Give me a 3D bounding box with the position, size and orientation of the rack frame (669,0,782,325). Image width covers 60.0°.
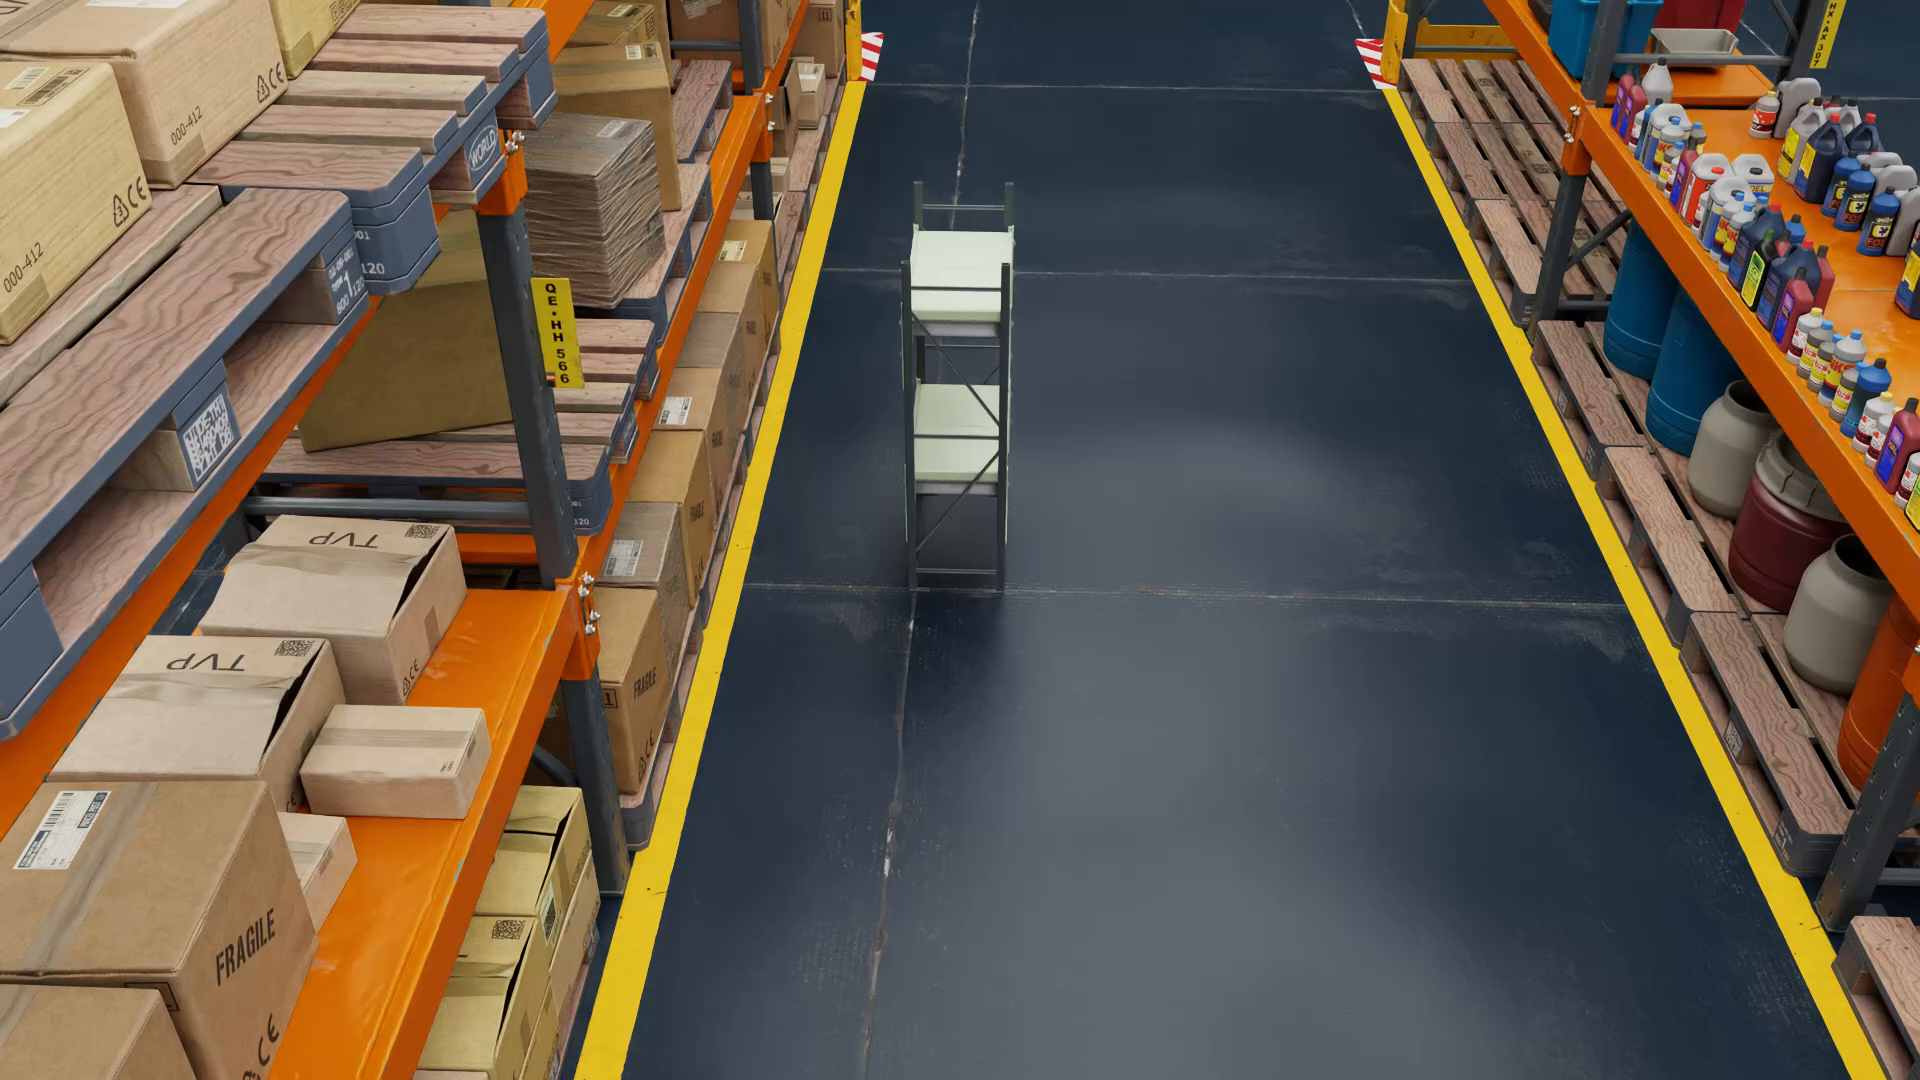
[{"bbox_3d":[-1.460,-2.381,8.029,1.000,3.000,0.127,1,35,2],"label":"rack frame"}]

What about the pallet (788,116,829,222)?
[{"bbox_3d":[-1.385,-2.337,10.393,1.003,0.211,1.213,1,35,2],"label":"pallet"}]

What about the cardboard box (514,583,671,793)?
[{"bbox_3d":[-1.317,0.505,5.714,0.500,0.500,0.500,3,35,4],"label":"cardboard box"}]

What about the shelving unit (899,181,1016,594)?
[{"bbox_3d":[0.000,-0.610,6.813,0.431,1.500,0.755,1,35,2],"label":"shelving unit"}]

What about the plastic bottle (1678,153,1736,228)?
[{"bbox_3d":[3.053,-1.425,6.776,0.152,0.276,0.135,1,35,2],"label":"plastic bottle"}]

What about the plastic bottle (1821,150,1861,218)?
[{"bbox_3d":[3.636,-1.471,6.846,0.097,0.271,0.097,0,35,0],"label":"plastic bottle"}]

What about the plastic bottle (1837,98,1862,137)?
[{"bbox_3d":[3.779,-1.709,7.116,0.144,0.351,0.185,1,35,2],"label":"plastic bottle"}]

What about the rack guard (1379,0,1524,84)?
[{"bbox_3d":[3.638,-3.554,11.872,1.175,0.500,0.348,1,35,2],"label":"rack guard"}]

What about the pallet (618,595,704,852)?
[{"bbox_3d":[-1.553,0.630,6.170,1.003,0.211,1.213,1,35,2],"label":"pallet"}]

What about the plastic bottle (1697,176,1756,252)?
[{"bbox_3d":[3.044,-1.291,6.587,0.152,0.276,0.135,1,35,2],"label":"plastic bottle"}]

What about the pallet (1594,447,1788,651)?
[{"bbox_3d":[3.370,0.021,7.036,1.003,0.211,1.213,1,35,2],"label":"pallet"}]

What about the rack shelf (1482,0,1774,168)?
[{"bbox_3d":[3.570,-3.119,9.705,1.077,0.370,4.000,1,35,2],"label":"rack shelf"}]

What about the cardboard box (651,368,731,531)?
[{"bbox_3d":[-1.260,-0.384,6.979,0.500,0.500,0.500,0,35,0],"label":"cardboard box"}]

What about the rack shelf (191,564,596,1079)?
[{"bbox_3d":[-1.701,1.360,3.331,1.077,0.370,4.000,1,35,2],"label":"rack shelf"}]

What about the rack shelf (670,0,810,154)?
[{"bbox_3d":[-1.379,-3.236,9.871,1.077,0.370,4.000,1,35,2],"label":"rack shelf"}]

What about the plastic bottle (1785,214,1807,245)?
[{"bbox_3d":[3.148,-1.108,6.330,0.097,0.271,0.097,0,35,0],"label":"plastic bottle"}]

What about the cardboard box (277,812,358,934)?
[{"bbox_3d":[-1.615,0.754,3.787,0.380,0.149,0.250,4,35,5],"label":"cardboard box"}]

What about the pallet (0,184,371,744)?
[{"bbox_3d":[-1.600,-0.198,2.479,1.003,0.211,1.213,3,35,4],"label":"pallet"}]

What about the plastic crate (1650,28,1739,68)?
[{"bbox_3d":[3.651,-2.445,8.298,0.396,0.136,0.243,1,35,2],"label":"plastic crate"}]

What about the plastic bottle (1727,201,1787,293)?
[{"bbox_3d":[3.025,-1.119,6.276,0.144,0.351,0.185,1,35,2],"label":"plastic bottle"}]

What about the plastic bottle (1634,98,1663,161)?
[{"bbox_3d":[3.053,-1.812,7.331,0.097,0.271,0.097,0,35,0],"label":"plastic bottle"}]

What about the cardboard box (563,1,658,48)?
[{"bbox_3d":[-1.667,-1.930,6.936,0.700,0.500,0.500,7,36,9],"label":"cardboard box"}]

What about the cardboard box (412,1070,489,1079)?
[{"bbox_3d":[-1.433,1.536,3.994,0.500,0.311,0.500,1,35,2],"label":"cardboard box"}]

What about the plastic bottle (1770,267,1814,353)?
[{"bbox_3d":[2.965,-0.818,5.906,0.061,0.283,0.133,1,35,2],"label":"plastic bottle"}]

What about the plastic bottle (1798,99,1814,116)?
[{"bbox_3d":[3.819,-1.882,7.492,0.097,0.201,0.097,0,35,0],"label":"plastic bottle"}]

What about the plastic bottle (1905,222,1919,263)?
[{"bbox_3d":[3.770,-1.172,6.482,0.097,0.201,0.097,0,35,0],"label":"plastic bottle"}]

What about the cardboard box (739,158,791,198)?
[{"bbox_3d":[-1.202,-2.135,9.761,0.380,0.166,0.250,1,35,2],"label":"cardboard box"}]

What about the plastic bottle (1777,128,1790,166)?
[{"bbox_3d":[3.656,-1.732,7.278,0.097,0.201,0.097,0,35,0],"label":"plastic bottle"}]

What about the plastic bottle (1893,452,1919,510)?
[{"bbox_3d":[2.942,-0.193,5.089,0.097,0.201,0.097,0,35,0],"label":"plastic bottle"}]

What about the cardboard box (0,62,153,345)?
[{"bbox_3d":[-1.620,-0.529,2.550,0.500,0.250,0.500,1,35,1],"label":"cardboard box"}]

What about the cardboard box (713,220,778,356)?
[{"bbox_3d":[-1.193,-1.248,8.209,0.500,0.500,0.500,1,35,2],"label":"cardboard box"}]

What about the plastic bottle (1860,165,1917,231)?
[{"bbox_3d":[3.756,-1.403,6.745,0.152,0.276,0.135,1,35,2],"label":"plastic bottle"}]

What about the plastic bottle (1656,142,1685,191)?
[{"bbox_3d":[3.040,-1.594,7.082,0.097,0.201,0.097,0,35,0],"label":"plastic bottle"}]

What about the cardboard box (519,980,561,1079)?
[{"bbox_3d":[-1.415,1.474,4.570,0.500,0.250,0.500,1,35,1],"label":"cardboard box"}]

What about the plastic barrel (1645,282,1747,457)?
[{"bbox_3d":[3.422,-0.859,7.323,0.600,0.901,0.708,1,35,2],"label":"plastic barrel"}]

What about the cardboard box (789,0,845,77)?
[{"bbox_3d":[-1.075,-3.519,11.439,0.500,0.500,0.500,1,35,2],"label":"cardboard box"}]

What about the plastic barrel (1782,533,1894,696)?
[{"bbox_3d":[3.265,0.272,6.053,0.421,0.512,0.421,0,35,0],"label":"plastic barrel"}]

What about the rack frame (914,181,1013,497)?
[{"bbox_3d":[0.014,-0.820,7.112,0.400,1.500,0.023,1,35,2],"label":"rack frame"}]

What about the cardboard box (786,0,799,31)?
[{"bbox_3d":[-1.150,-3.003,8.827,0.500,0.500,0.500,2,35,3],"label":"cardboard box"}]

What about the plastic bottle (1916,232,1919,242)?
[{"bbox_3d":[3.703,-1.125,6.354,0.097,0.271,0.097,0,35,0],"label":"plastic bottle"}]

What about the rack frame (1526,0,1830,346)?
[{"bbox_3d":[3.489,-2.265,7.864,1.000,3.000,0.127,1,35,2],"label":"rack frame"}]

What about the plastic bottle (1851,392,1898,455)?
[{"bbox_3d":[2.955,-0.382,5.357,0.097,0.201,0.097,0,35,0],"label":"plastic bottle"}]

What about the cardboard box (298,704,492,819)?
[{"bbox_3d":[-1.381,0.543,4.087,0.380,0.149,0.250,1,35,2],"label":"cardboard box"}]

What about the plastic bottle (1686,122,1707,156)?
[{"bbox_3d":[3.201,-1.724,7.267,0.097,0.201,0.097,0,35,0],"label":"plastic bottle"}]

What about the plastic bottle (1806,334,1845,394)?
[{"bbox_3d":[2.970,-0.606,5.676,0.097,0.201,0.097,0,35,0],"label":"plastic bottle"}]

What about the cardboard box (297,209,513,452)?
[{"bbox_3d":[-1.708,-0.660,5.128,0.700,0.500,0.500,-10,36,-14],"label":"cardboard box"}]

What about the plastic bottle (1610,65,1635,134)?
[{"bbox_3d":[3.048,-2.016,7.611,0.061,0.283,0.133,1,35,2],"label":"plastic bottle"}]

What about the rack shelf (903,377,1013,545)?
[{"bbox_3d":[0.000,-0.343,7.001,0.431,0.370,0.720,1,35,2],"label":"rack shelf"}]

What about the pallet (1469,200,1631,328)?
[{"bbox_3d":[3.480,-1.547,9.268,1.003,0.211,1.213,1,35,2],"label":"pallet"}]

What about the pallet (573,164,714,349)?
[{"bbox_3d":[-1.547,-1.122,6.405,1.003,0.211,1.213,1,35,2],"label":"pallet"}]
